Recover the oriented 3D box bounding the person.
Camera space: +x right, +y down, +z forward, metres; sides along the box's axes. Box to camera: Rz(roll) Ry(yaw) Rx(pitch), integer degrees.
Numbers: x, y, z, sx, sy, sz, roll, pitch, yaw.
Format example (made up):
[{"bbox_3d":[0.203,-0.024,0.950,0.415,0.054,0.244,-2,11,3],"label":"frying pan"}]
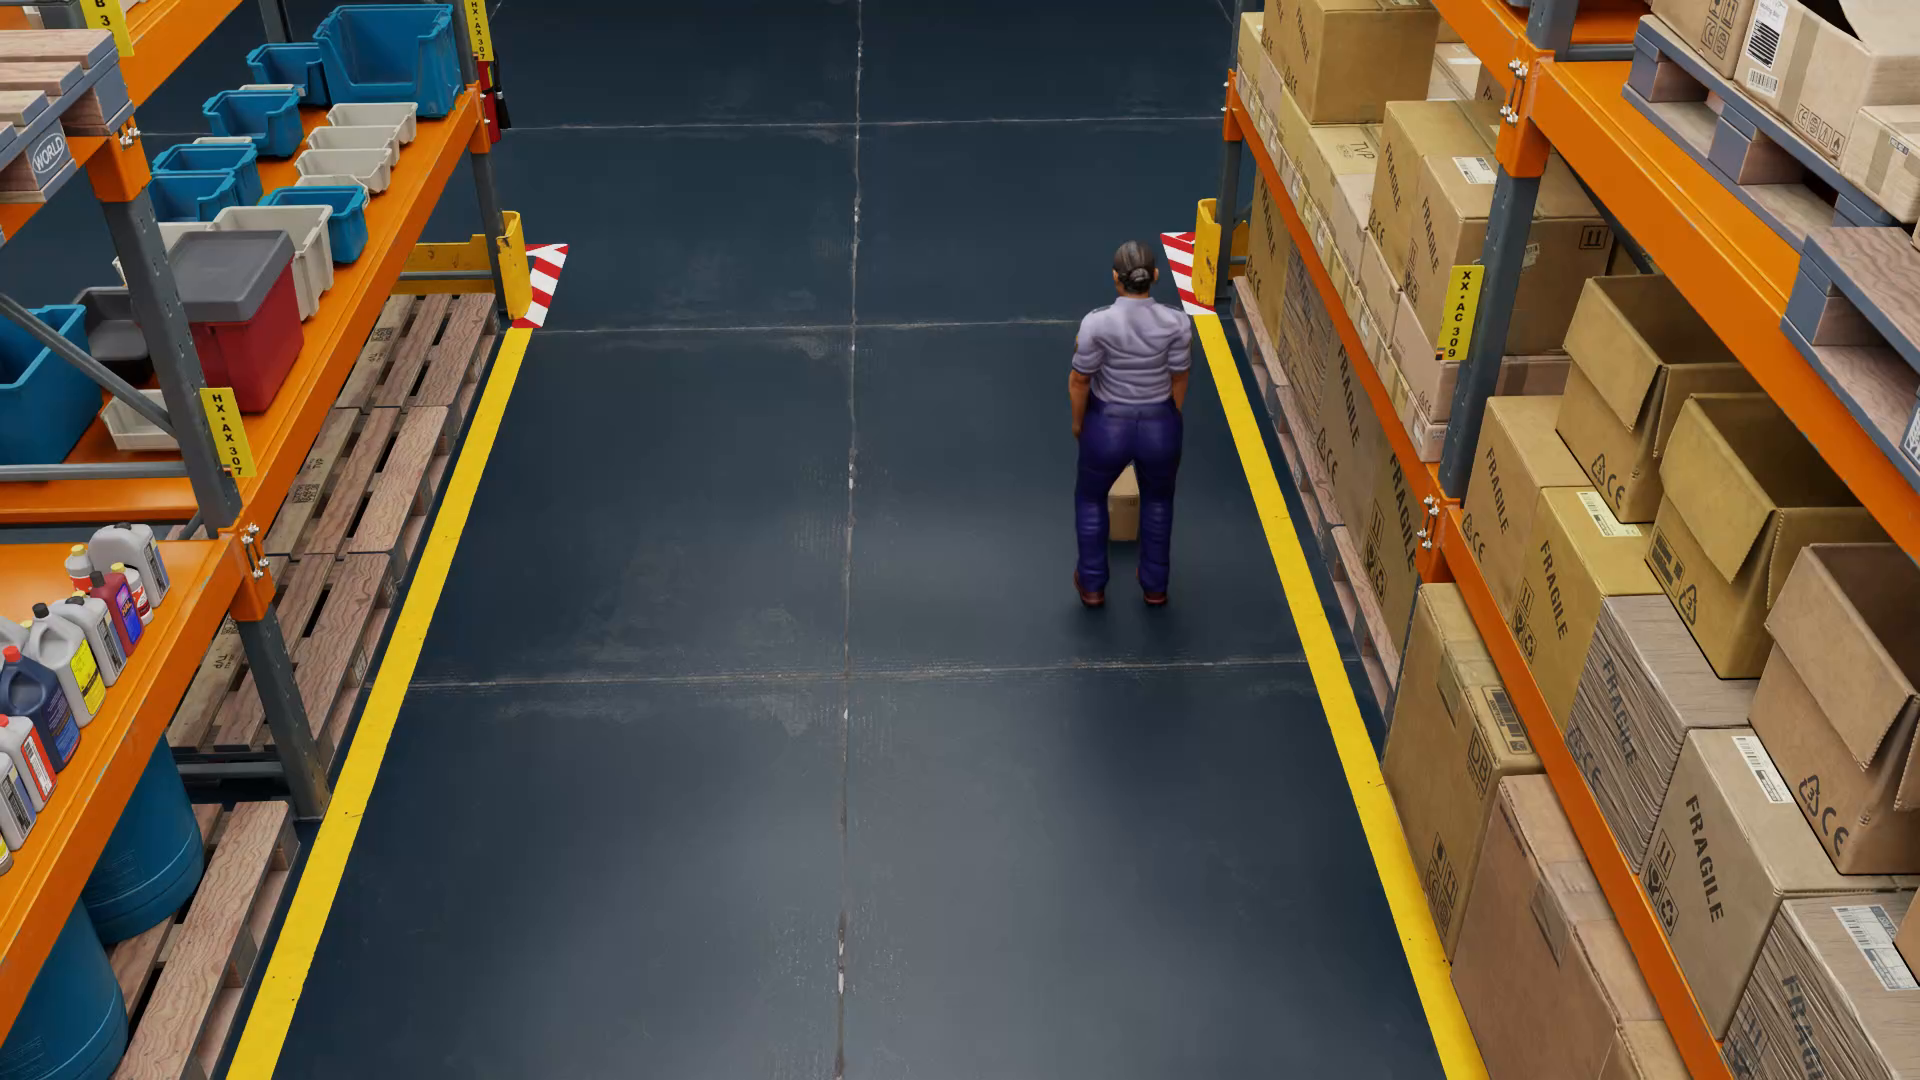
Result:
[{"bbox_3d":[0.674,-0.426,6.812,0.500,1.598,0.411,-1,35,-1],"label":"person"}]
